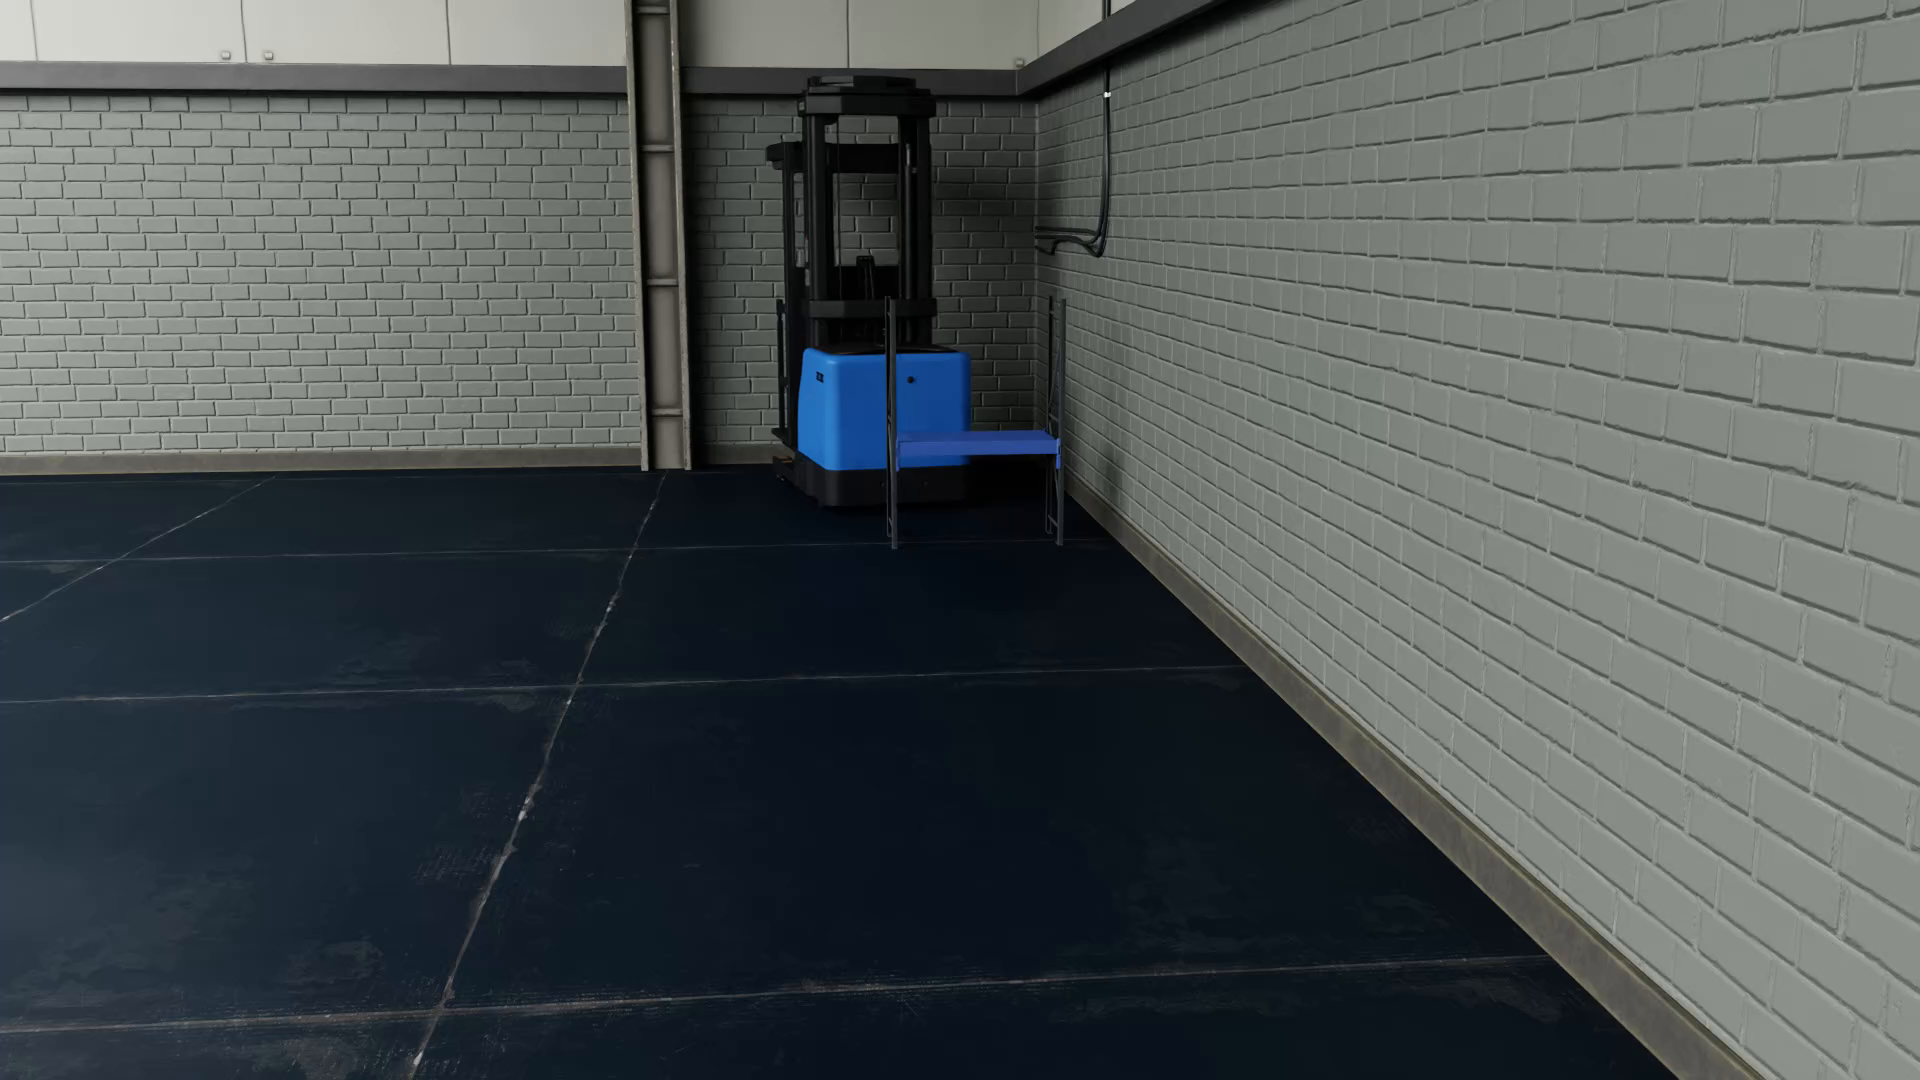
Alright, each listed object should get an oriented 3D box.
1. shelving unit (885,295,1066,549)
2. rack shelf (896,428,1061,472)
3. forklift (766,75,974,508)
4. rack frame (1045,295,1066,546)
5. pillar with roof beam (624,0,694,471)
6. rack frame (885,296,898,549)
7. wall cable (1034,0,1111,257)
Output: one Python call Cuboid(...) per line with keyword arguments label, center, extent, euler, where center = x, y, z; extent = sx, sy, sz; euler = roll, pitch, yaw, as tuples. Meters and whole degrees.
Cuboid(label="shelving unit", center=(0.085, -0.738, 10.232), extent=(1.048, 1.500, 0.538), euler=(-1, 11, -6))
Cuboid(label="rack shelf", center=(0.085, -0.561, 10.267), extent=(1.000, 0.185, 0.538), euler=(-1, 11, -6))
Cuboid(label="forklift", center=(-0.812, -1.896, 12.414), extent=(1.130, 2.935, 3.031), euler=(-3, 12, -16))
Cuboid(label="rack frame", center=(0.590, -0.748, 10.286), extent=(0.032, 1.500, 0.500), euler=(-1, 11, -6))
Cuboid(label="pillar with roof beam", center=(-1.876, -4.174, 8.270), extent=(0.400, 9.000, 9.100), euler=(-1, 11, -6))
Cuboid(label="rack frame", center=(-0.421, -0.727, 10.178), extent=(0.032, 1.500, 0.500), euler=(-1, 11, -6))
Cuboid(label="wall cable", center=(0.731, -3.283, 11.791), extent=(0.112, 2.526, 3.097), euler=(-1, 11, -6))
